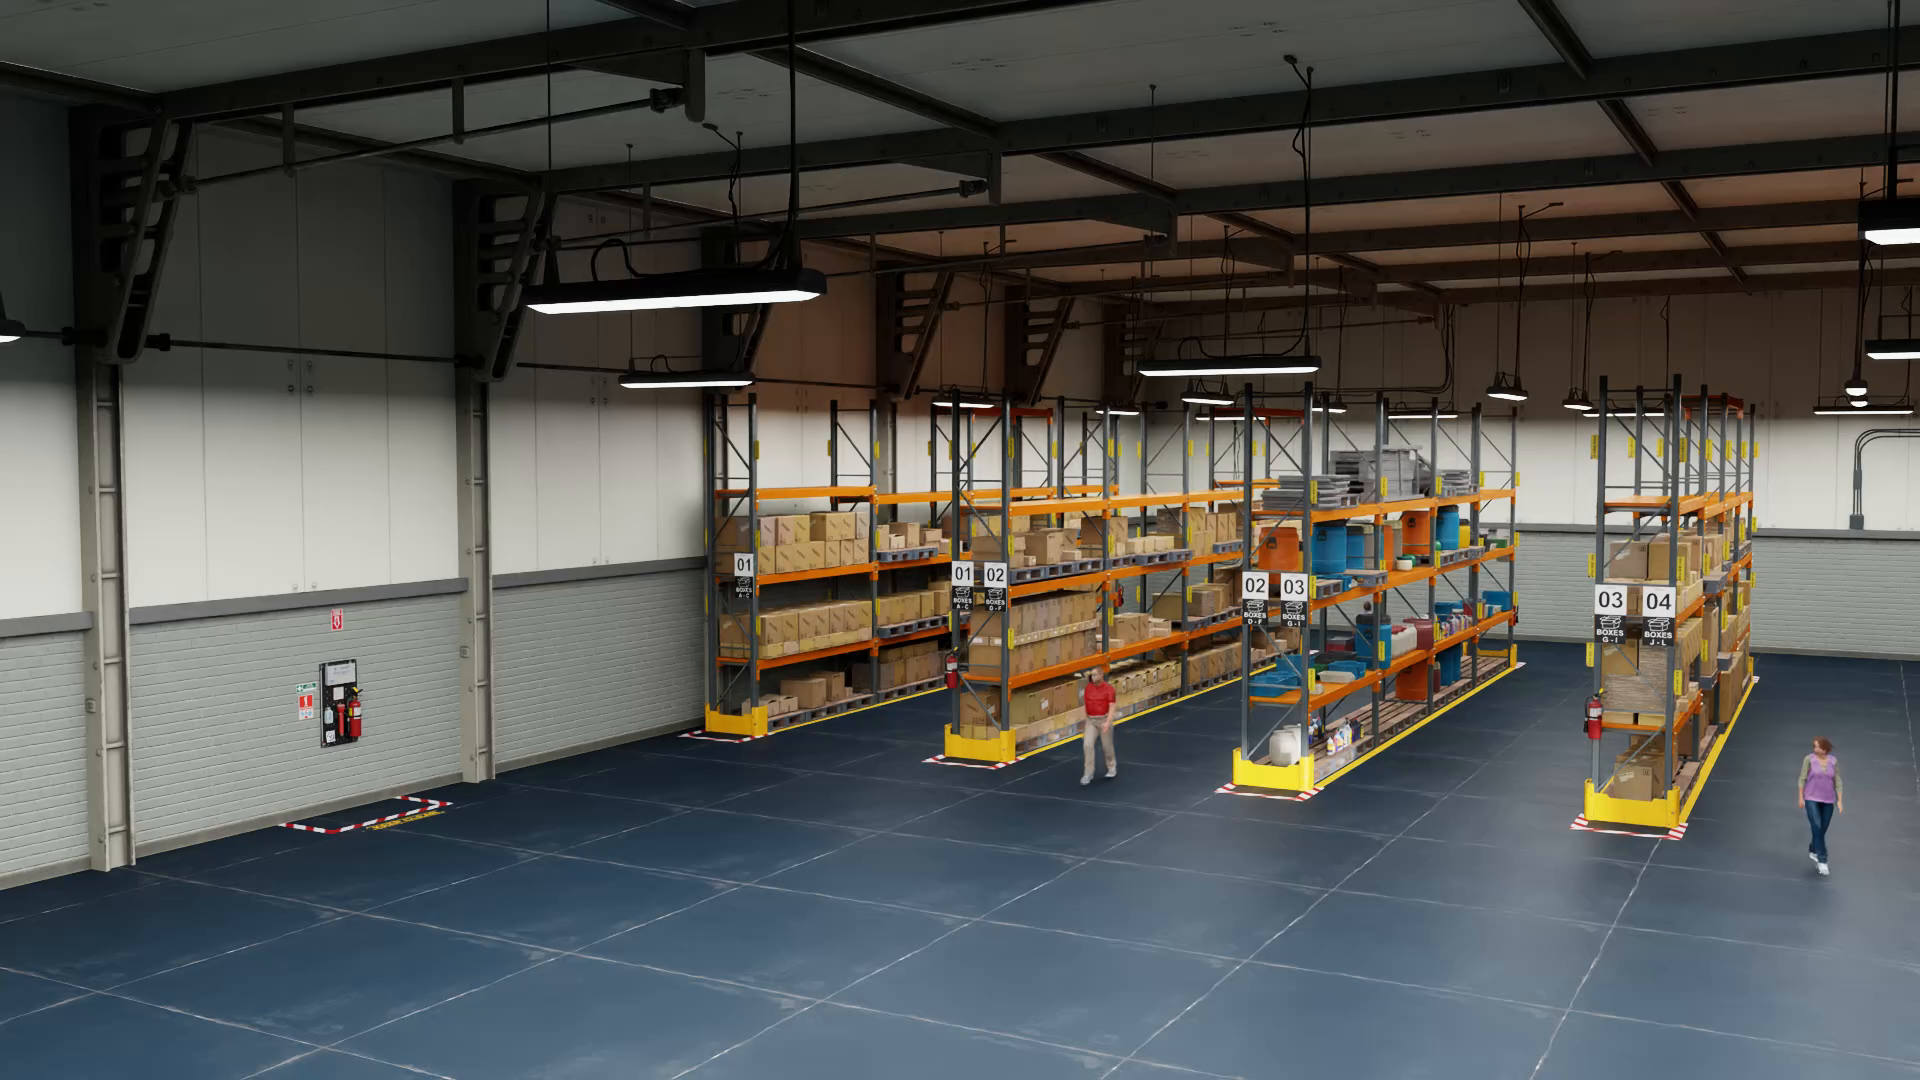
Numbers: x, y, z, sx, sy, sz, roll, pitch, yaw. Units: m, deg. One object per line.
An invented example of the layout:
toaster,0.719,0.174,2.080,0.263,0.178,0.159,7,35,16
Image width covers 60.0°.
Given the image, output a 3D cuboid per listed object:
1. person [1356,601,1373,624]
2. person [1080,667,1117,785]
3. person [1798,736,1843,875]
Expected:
person,9.071,2.193,37.018,0.538,1.634,0.499,2,4,35
person,2.081,2.787,25.166,0.567,1.723,0.879,2,4,30
person,10.296,3.153,19.897,0.442,1.613,0.696,0,3,8
